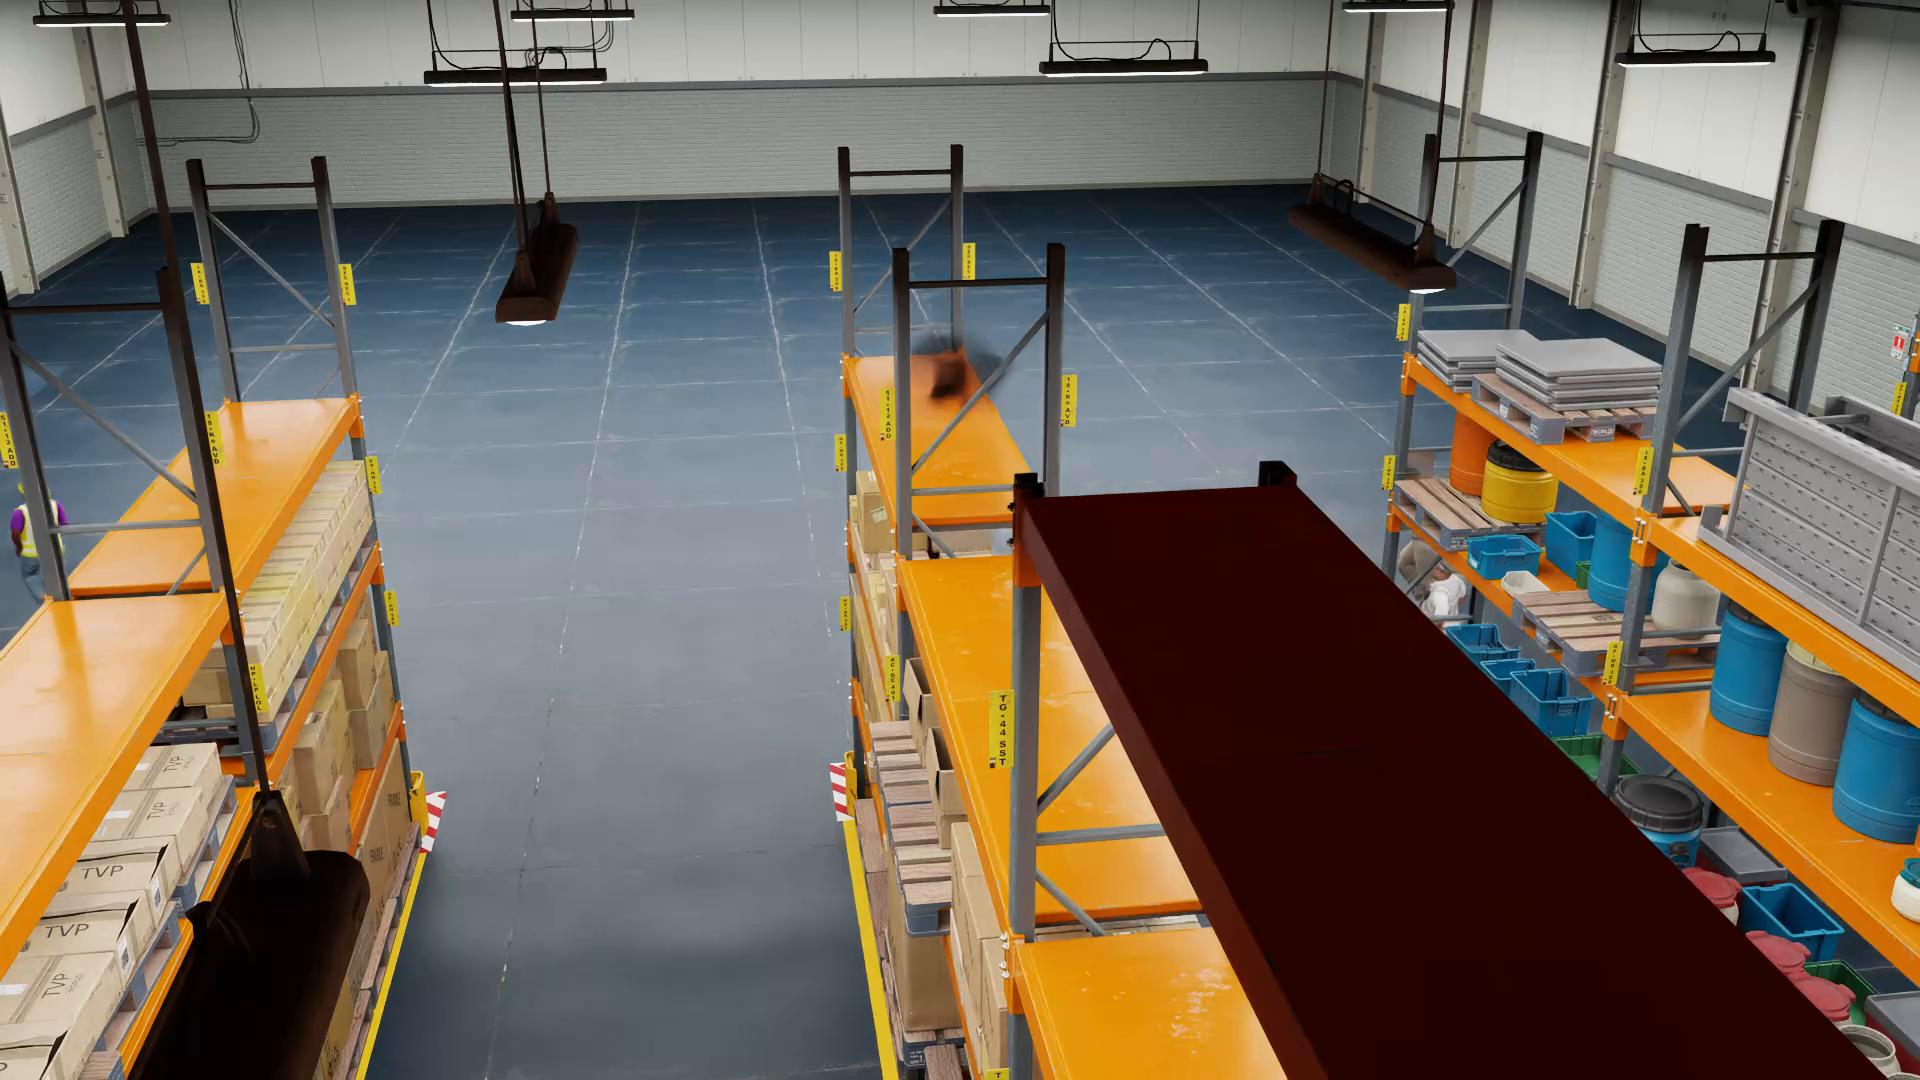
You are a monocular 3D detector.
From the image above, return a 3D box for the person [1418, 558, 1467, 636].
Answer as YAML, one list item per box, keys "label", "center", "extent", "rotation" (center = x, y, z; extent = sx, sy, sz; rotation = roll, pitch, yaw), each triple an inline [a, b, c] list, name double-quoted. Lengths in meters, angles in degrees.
- label: "person"
  center: [4.924, 0.942, 16.927]
  extent: [0.612, 1.733, 0.694]
  rotation: [14, 25, 31]

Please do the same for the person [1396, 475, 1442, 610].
- label: "person"
  center: [5.335, 0.074, 19.158]
  extent: [0.721, 1.758, 0.640]
  rotation: [7, 23, 16]

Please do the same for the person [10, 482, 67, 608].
- label: "person"
  center: [-10.507, 0.118, 18.975]
  extent: [0.687, 1.759, 0.664]
  rotation: [19, 28, 39]
